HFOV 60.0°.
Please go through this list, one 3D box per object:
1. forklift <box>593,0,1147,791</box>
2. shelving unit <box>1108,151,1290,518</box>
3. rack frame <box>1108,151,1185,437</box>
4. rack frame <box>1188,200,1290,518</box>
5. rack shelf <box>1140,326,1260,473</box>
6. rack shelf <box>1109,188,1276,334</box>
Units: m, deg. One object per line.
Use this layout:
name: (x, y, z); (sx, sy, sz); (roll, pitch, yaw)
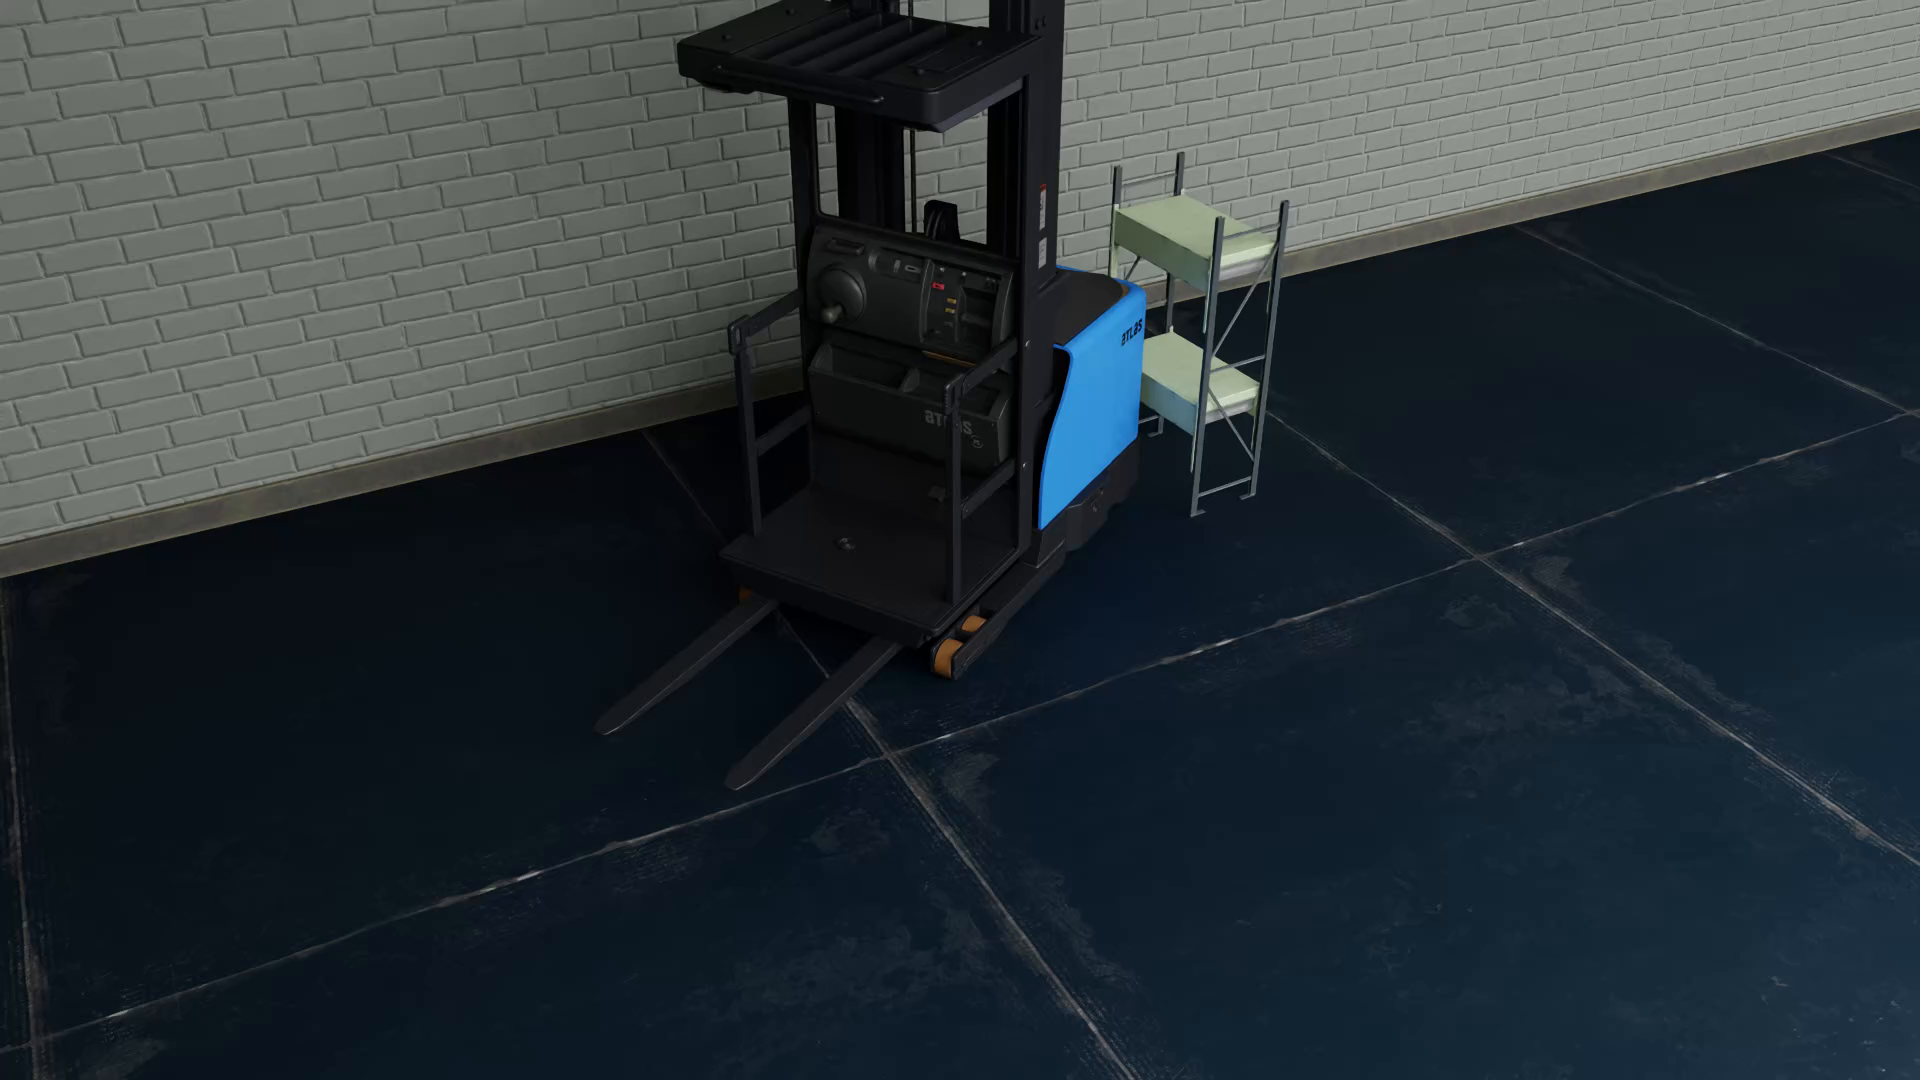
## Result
forklift: (-0.318, -0.945, 6.508); (1.130, 2.935, 3.031); (18, 37, 25)
shelving unit: (1.072, -0.968, 7.867); (0.431, 1.500, 0.755); (-18, 37, -27)
rack frame: (0.879, -1.135, 8.129); (0.400, 1.500, 0.023); (-18, 37, -27)
rack frame: (1.265, -0.800, 7.605); (0.400, 1.500, 0.023); (-18, 37, -27)
rack shelf: (1.070, -0.693, 8.042); (0.431, 0.370, 0.720); (-18, 37, -27)
rack shelf: (1.075, -1.297, 7.658); (0.431, 0.370, 0.720); (-18, 37, -27)
